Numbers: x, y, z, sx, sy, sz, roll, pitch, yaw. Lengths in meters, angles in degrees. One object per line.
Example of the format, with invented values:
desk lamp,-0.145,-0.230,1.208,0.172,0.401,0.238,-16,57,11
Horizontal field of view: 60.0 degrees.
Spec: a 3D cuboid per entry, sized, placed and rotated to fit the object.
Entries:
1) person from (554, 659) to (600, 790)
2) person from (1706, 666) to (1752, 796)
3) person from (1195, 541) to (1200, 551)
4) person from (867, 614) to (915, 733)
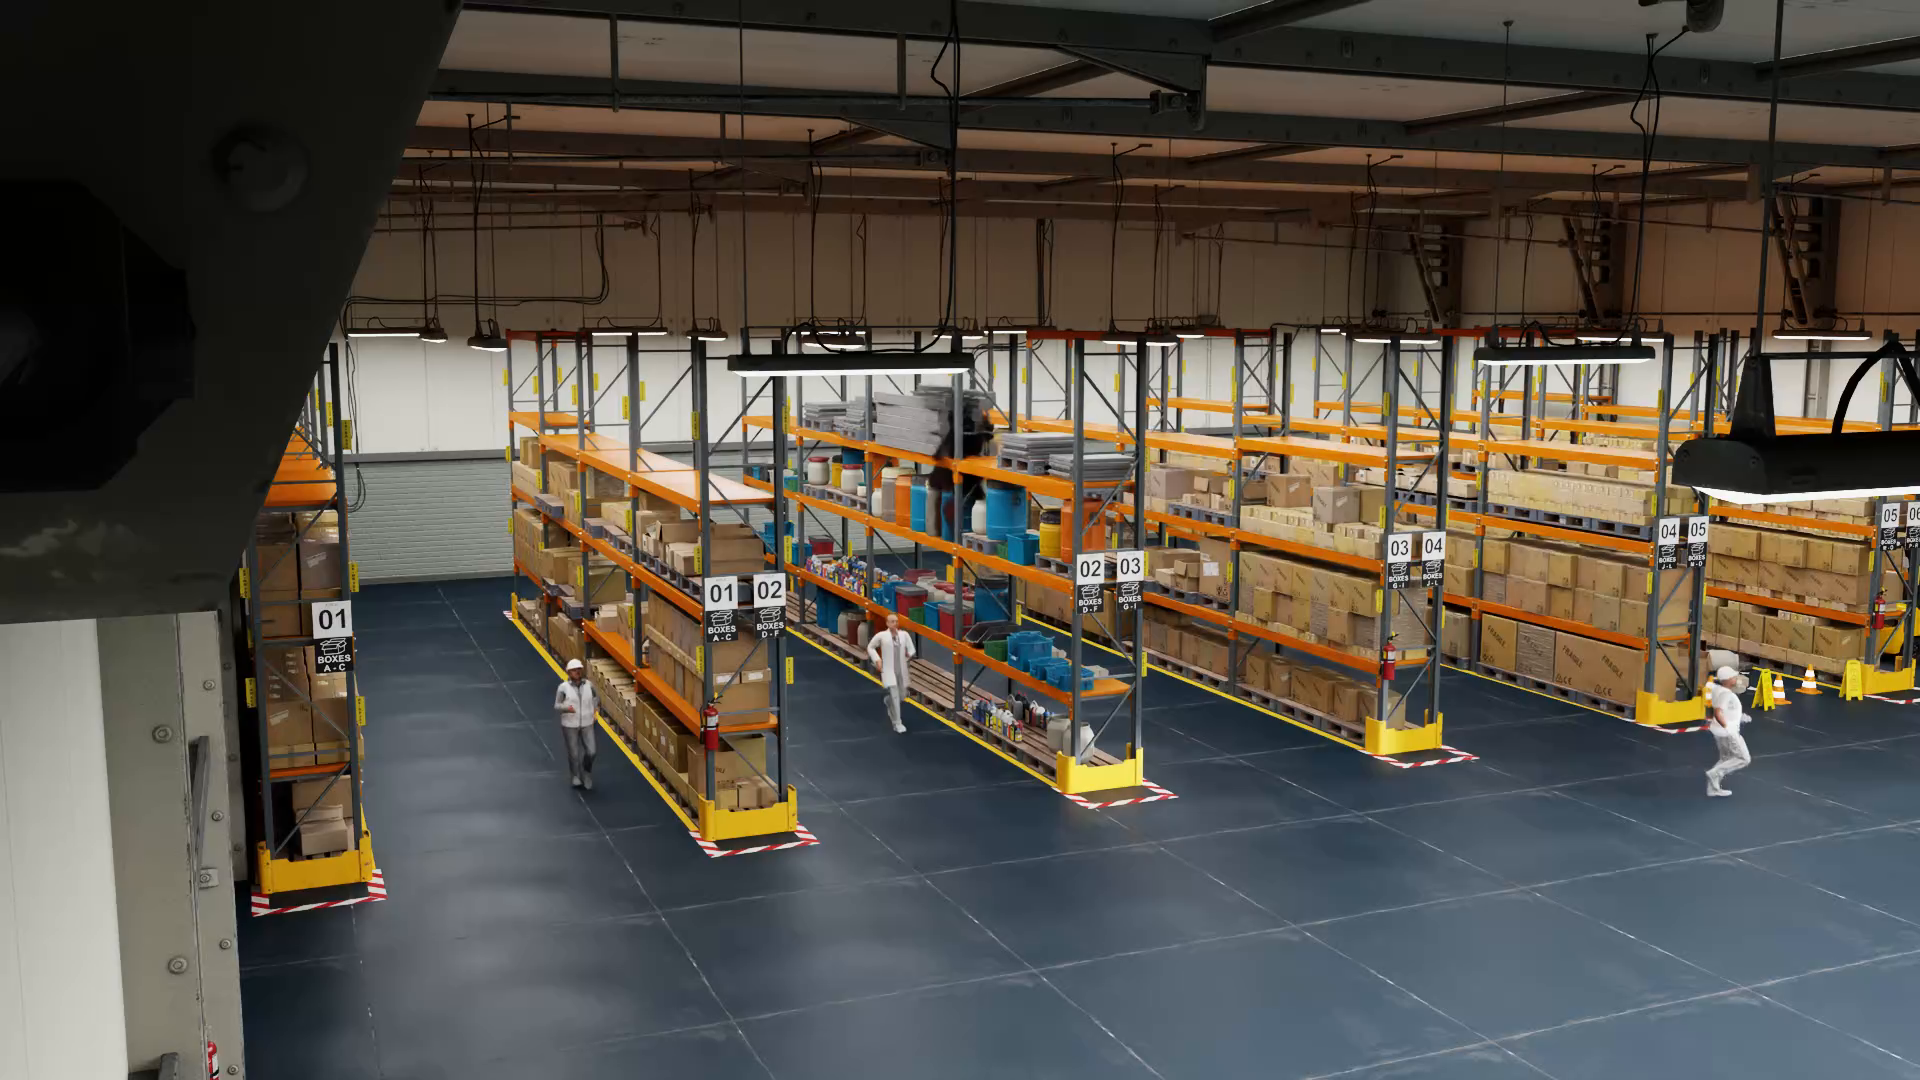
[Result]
person,-5.051,2.470,22.095,0.641,1.779,0.658,-3,8,-23
person,10.083,2.514,21.785,0.585,1.738,0.678,1,8,9
person,6.084,-0.071,41.265,0.669,1.640,0.679,6,10,36
person,-1.024,2.001,25.425,0.719,1.742,0.979,-4,9,-25
